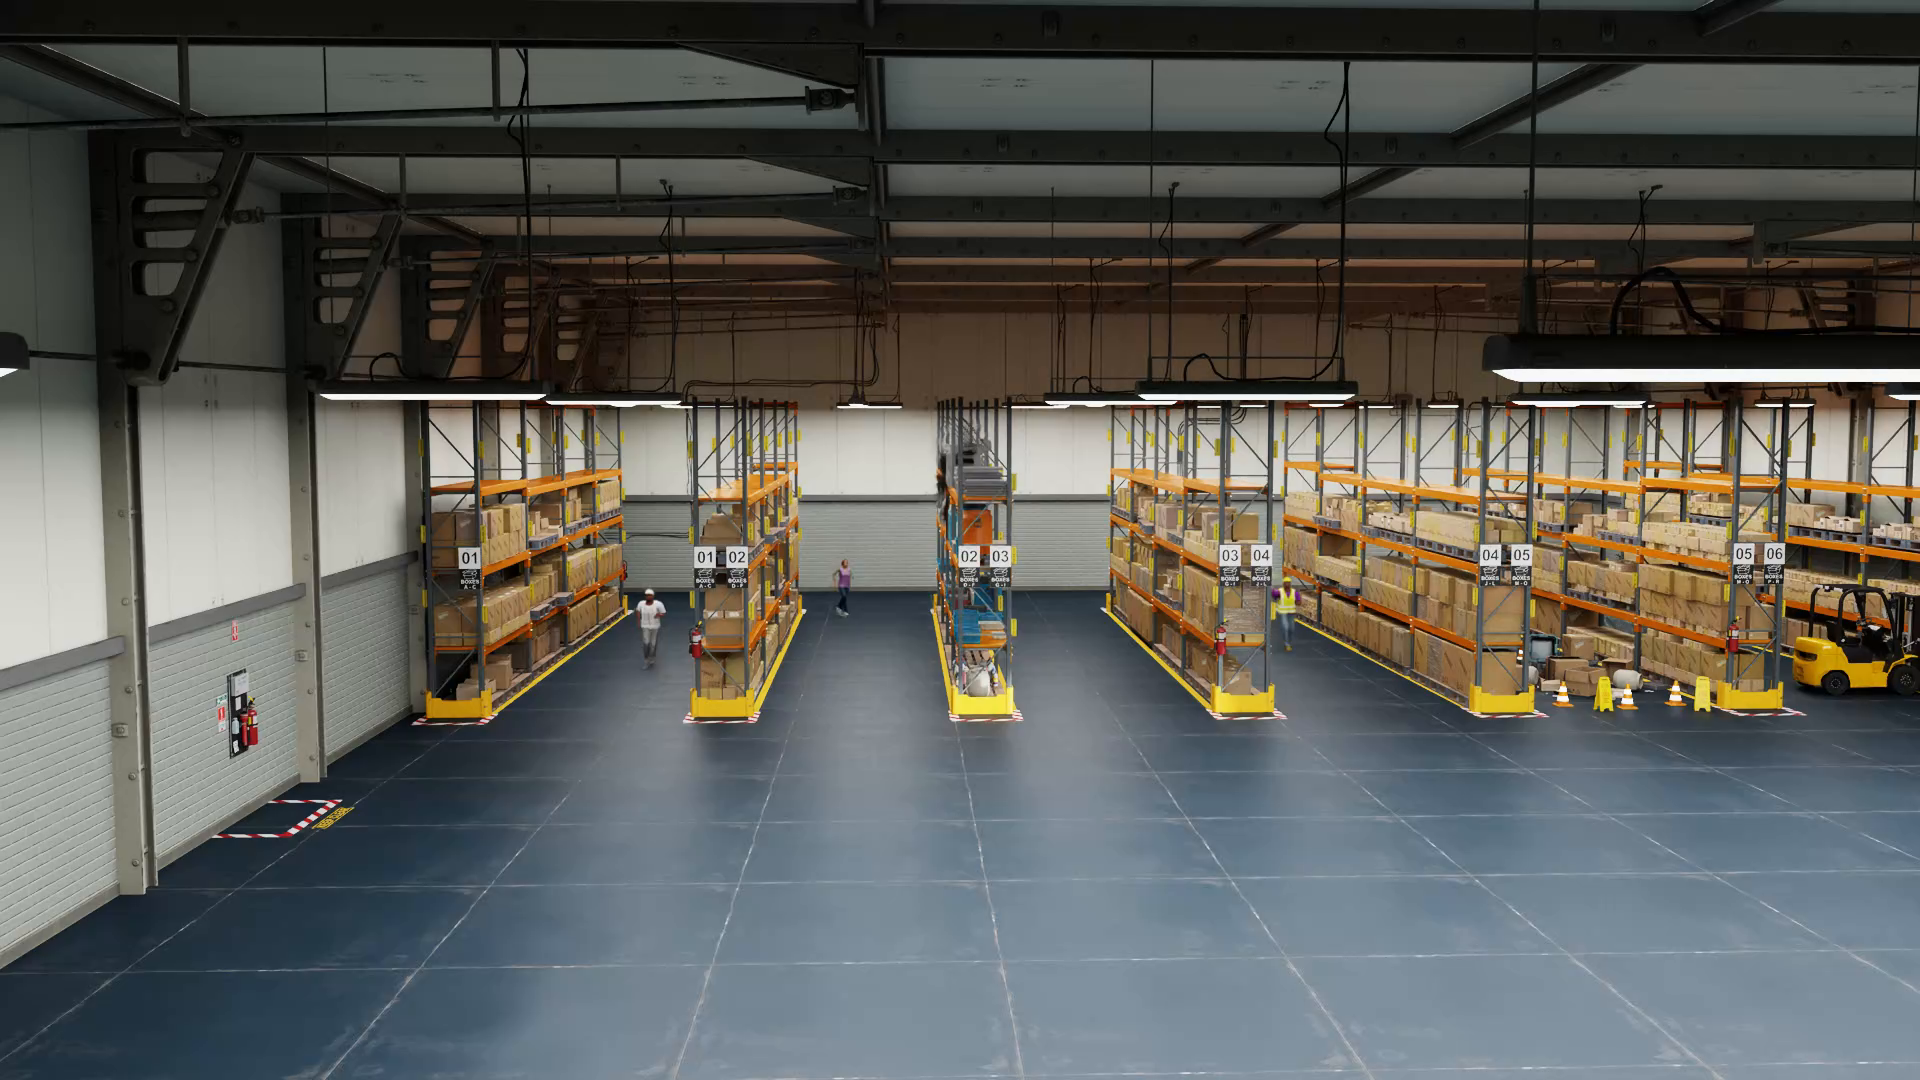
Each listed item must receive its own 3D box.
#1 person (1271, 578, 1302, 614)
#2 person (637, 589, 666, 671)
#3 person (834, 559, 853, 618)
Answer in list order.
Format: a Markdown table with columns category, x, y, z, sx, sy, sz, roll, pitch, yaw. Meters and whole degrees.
| category | x | y | z | sx | sy | sz | roll | pitch | yaw |
| --- | --- | --- | --- | --- | --- | --- | --- | --- | --- |
| person | 7.837 | 1.338 | 39.702 | 0.713 | 0.865 | 0.578 | 0 | 4 | -6 |
| person | -6.878 | 1.995 | 37.066 | 0.661 | 1.836 | 0.773 | -1 | 4 | -7 |
| person | -3.251 | 1.337 | 46.548 | 0.513 | 1.609 | 0.851 | -2 | 5 | -29 |
